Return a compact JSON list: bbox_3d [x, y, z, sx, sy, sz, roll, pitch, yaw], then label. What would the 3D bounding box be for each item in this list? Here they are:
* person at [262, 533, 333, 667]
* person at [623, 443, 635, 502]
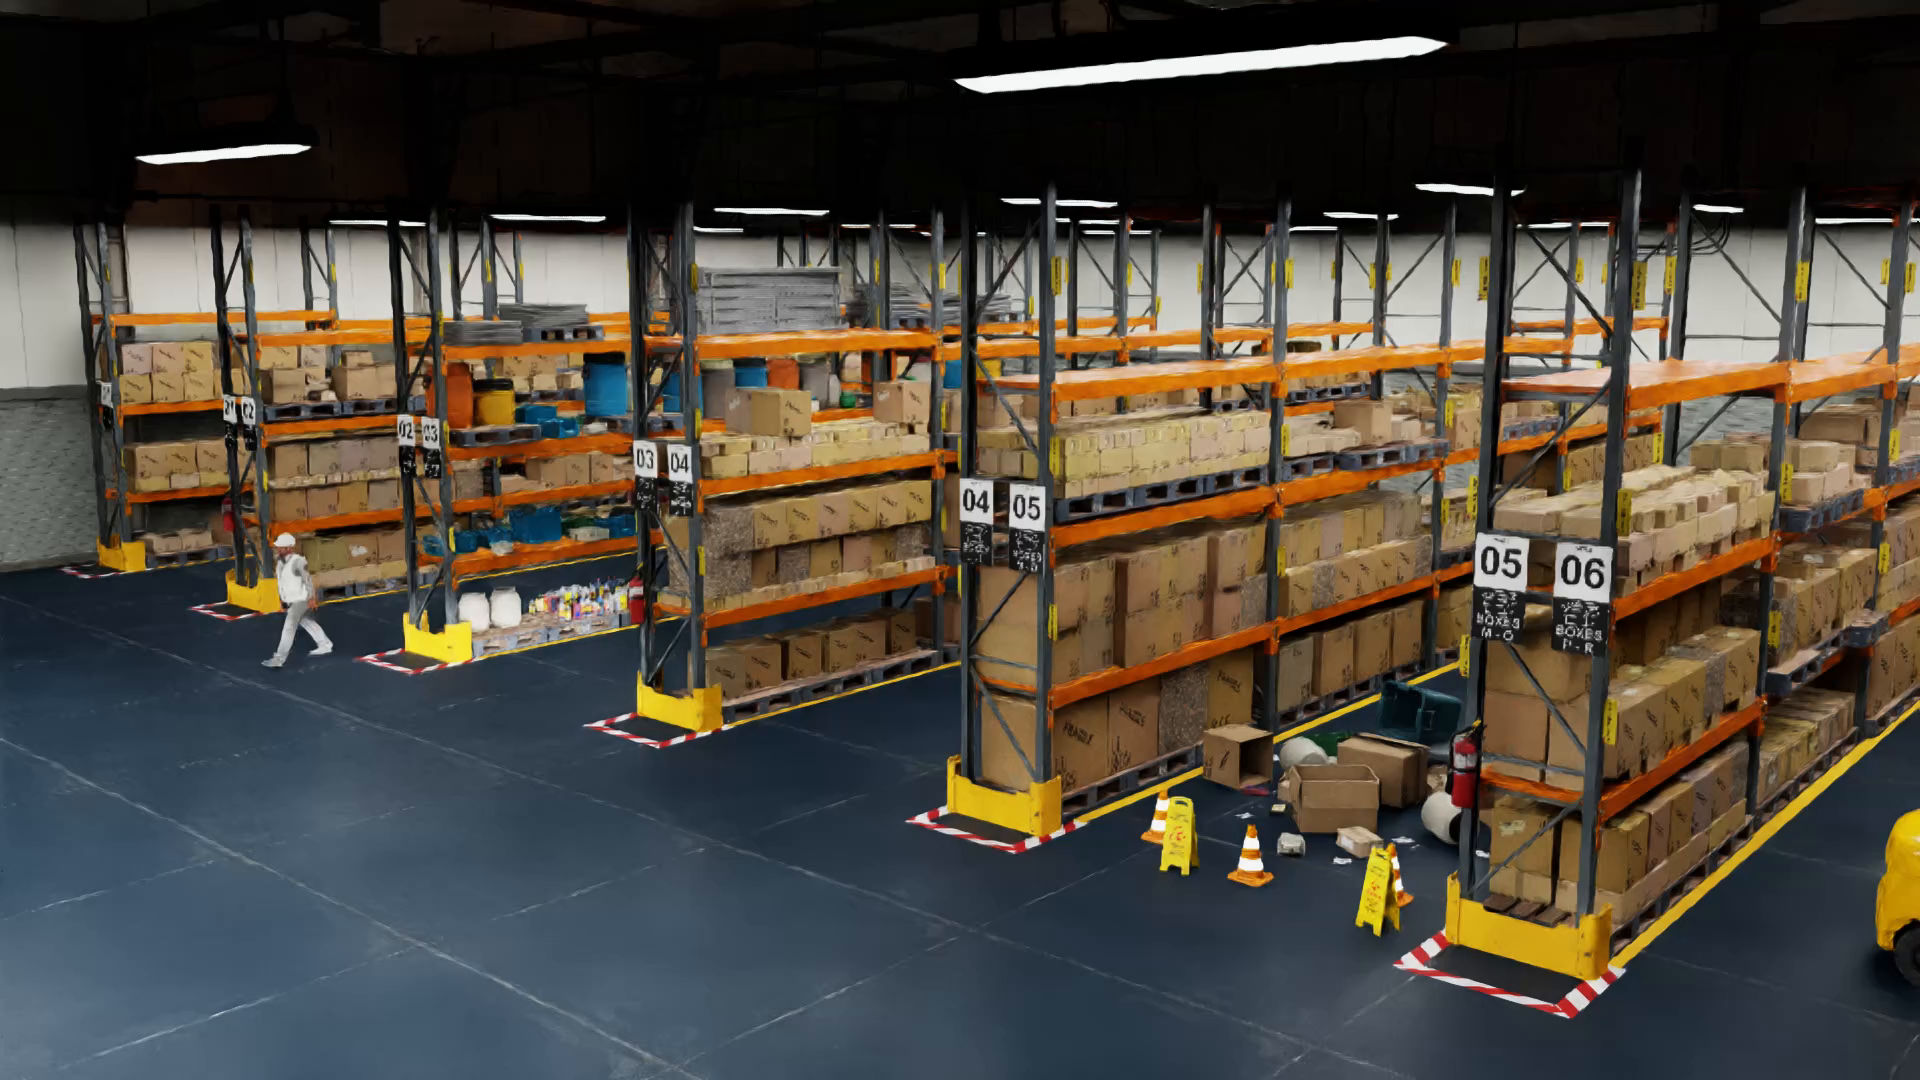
[{"bbox_3d":[-8.680,0.740,21.596,0.546,1.695,1.105,8,12,39],"label":"person"},{"bbox_3d":[-6.355,-1.071,32.541,0.560,1.668,0.569,-3,10,-17],"label":"person"}]
